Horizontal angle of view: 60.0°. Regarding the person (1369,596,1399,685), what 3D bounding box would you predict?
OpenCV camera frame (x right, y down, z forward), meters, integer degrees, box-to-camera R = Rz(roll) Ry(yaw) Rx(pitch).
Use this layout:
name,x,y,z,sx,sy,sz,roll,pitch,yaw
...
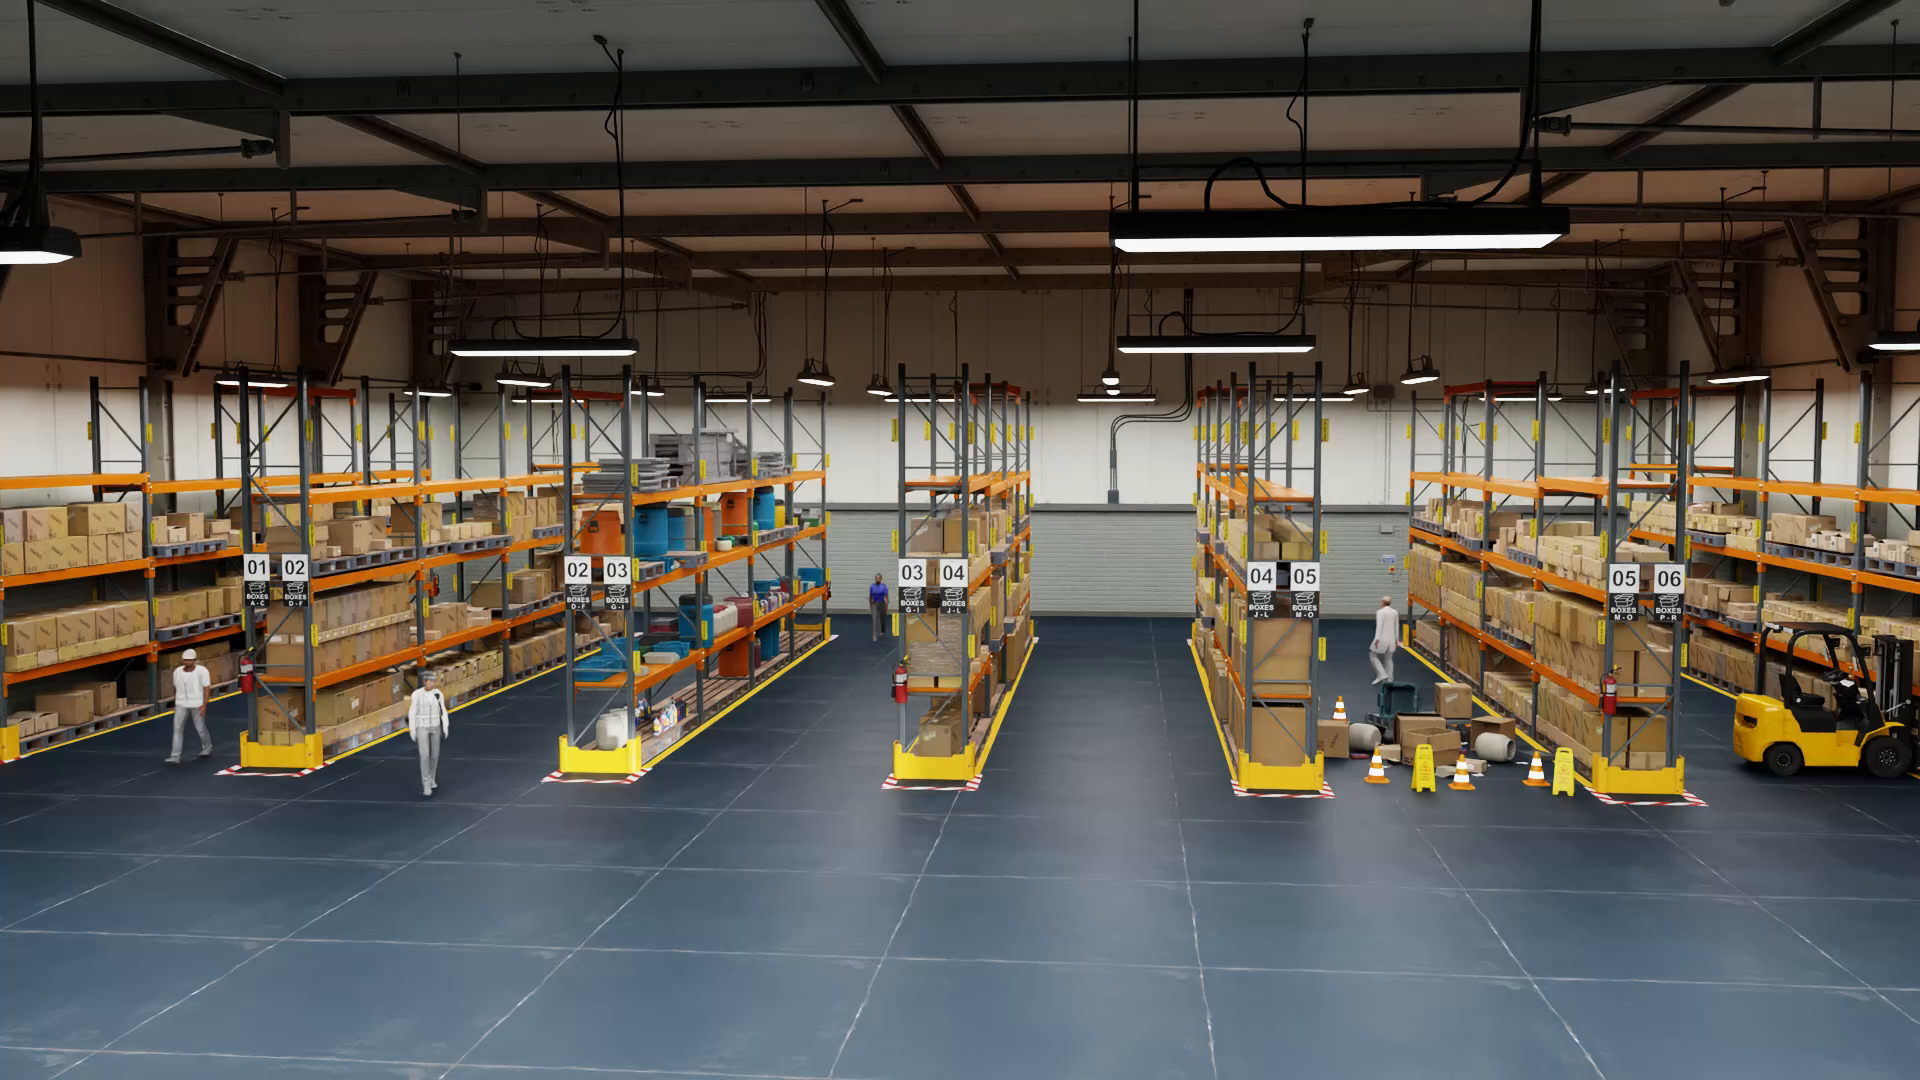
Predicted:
name,x,y,z,sx,sy,sz,roll,pitch,yaw
person,8.436,1.994,32.941,0.621,1.775,0.472,-2,4,-24

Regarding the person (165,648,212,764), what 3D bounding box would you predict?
name,x,y,z,sx,sy,sz,roll,pitch,yaw
person,-11.747,2.519,25.390,0.573,1.743,0.935,-1,4,-10

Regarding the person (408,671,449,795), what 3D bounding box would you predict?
name,x,y,z,sx,sy,sz,roll,pitch,yaw
person,-7.412,2.693,23.314,0.511,1.700,0.628,-3,5,-37

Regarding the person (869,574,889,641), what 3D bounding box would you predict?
name,x,y,z,sx,sy,sz,roll,pitch,yaw
person,-1.960,1.660,40.171,0.496,1.491,1.033,0,4,3
